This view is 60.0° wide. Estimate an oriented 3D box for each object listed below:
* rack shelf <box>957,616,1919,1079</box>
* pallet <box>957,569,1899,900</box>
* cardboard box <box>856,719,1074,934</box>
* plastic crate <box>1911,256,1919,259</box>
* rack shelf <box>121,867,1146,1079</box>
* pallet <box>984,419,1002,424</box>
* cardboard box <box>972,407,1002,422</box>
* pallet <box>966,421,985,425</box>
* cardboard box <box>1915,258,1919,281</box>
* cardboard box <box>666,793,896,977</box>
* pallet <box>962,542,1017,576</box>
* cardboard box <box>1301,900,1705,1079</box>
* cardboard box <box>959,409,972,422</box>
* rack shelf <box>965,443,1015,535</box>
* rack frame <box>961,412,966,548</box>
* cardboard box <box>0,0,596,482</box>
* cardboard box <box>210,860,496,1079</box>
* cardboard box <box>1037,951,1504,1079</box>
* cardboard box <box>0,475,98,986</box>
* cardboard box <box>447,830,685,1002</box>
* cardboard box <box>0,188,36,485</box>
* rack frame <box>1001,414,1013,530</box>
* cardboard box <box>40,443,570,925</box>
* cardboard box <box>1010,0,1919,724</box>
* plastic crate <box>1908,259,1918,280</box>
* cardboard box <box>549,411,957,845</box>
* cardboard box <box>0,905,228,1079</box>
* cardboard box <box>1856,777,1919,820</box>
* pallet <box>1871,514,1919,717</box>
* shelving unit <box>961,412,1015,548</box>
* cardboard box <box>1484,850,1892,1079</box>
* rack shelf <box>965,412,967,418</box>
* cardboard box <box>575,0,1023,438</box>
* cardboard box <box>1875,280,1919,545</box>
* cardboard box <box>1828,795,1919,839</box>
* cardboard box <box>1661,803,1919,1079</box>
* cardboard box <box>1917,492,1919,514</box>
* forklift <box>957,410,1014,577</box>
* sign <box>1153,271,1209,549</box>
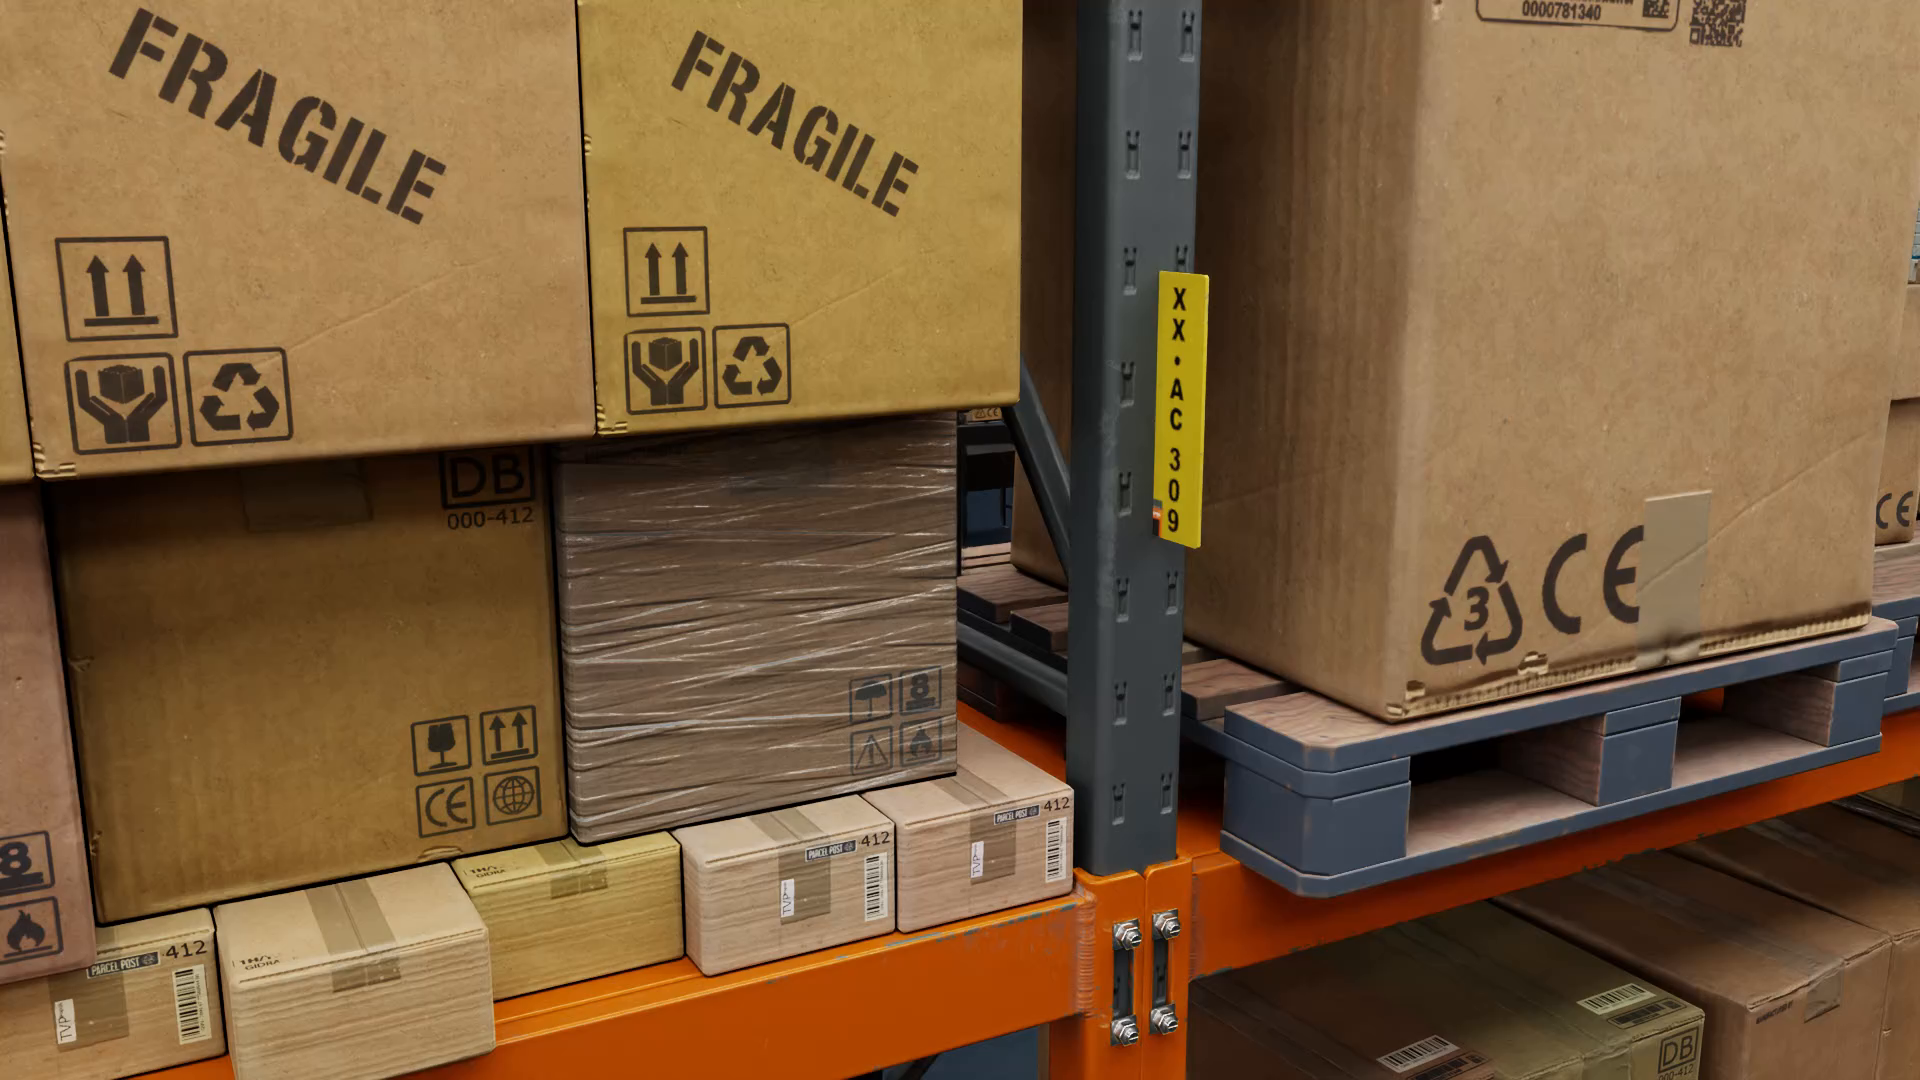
[{"bbox_3d":[1.752,0.302,3.574,4.000,0.370,1.077,-7,14,-28],"label":"rack shelf"},{"bbox_3d":[0.737,0.203,2.814,1.213,0.211,1.003,-7,14,-28],"label":"pallet"},{"bbox_3d":[-0.052,0.363,2.236,0.250,0.149,0.380,-7,14,-28],"label":"cardboard box"},{"bbox_3d":[7.203,-1.971,12.282,0.300,0.233,0.416,-7,14,-28],"label":"plastic crate"},{"bbox_3d":[-1.759,0.723,1.705,4.000,0.370,1.077,-7,14,-28],"label":"rack shelf"},{"bbox_3d":[0.507,-1.007,14.104,1.213,0.211,1.003,-7,14,-28],"label":"pallet"},{"bbox_3d":[0.200,-1.265,13.589,0.500,0.500,0.500,-7,14,-29],"label":"cardboard box"},{"bbox_3d":[-0.563,-0.880,13.538,1.213,0.211,1.003,-7,14,-28],"label":"pallet"},{"bbox_3d":[2.610,-0.371,3.740,0.500,0.500,0.700,-5,13,-20],"label":"cardboard box"},{"bbox_3d":[-0.276,0.388,2.127,0.250,0.149,0.380,-7,14,-28],"label":"cardboard box"},{"bbox_3d":[0.435,0.220,8.649,1.213,0.211,1.003,-7,14,-28],"label":"pallet"},{"bbox_3d":[0.973,1.059,3.262,0.500,0.500,0.700,-7,14,-28],"label":"cardboard box"},{"bbox_3d":[-0.243,-1.213,13.359,0.500,0.500,0.500,-7,15,-30],"label":"cardboard box"},{"bbox_3d":[0.145,-0.346,10.113,0.480,0.518,0.431,-7,14,-28],"label":"rack shelf"},{"bbox_3d":[-0.069,-1.016,9.842,0.015,2.100,0.400,-7,14,-28],"label":"rack frame"},{"bbox_3d":[-0.705,-0.367,1.726,0.500,0.500,0.500,-7,14,-28],"label":"cardboard box"},{"bbox_3d":[-0.690,0.450,1.849,0.250,0.149,0.380,-7,14,-28],"label":"cardboard box"},{"bbox_3d":[0.545,1.106,3.055,0.500,0.500,0.700,-8,15,-32],"label":"cardboard box"},{"bbox_3d":[-1.275,0.121,1.836,0.500,0.500,0.875,-7,14,-28],"label":"cardboard box"},{"bbox_3d":[-0.524,0.402,2.062,0.250,0.149,0.380,-7,14,-28],"label":"cardboard box"},{"bbox_3d":[-1.145,-0.315,1.493,0.500,0.500,0.500,-7,14,-28],"label":"cardboard box"},{"bbox_3d":[0.359,-1.067,10.070,0.015,2.100,0.400,-7,14,-28],"label":"rack frame"},{"bbox_3d":[-0.884,0.049,2.156,0.500,0.500,0.875,-7,14,-28],"label":"cardboard box"},{"bbox_3d":[0.761,-0.393,2.700,1.000,1.000,1.000,-7,14,-27],"label":"cardboard box"},{"bbox_3d":[6.073,-1.731,11.104,0.530,0.282,0.437,-7,14,-28],"label":"plastic crate"},{"bbox_3d":[-0.429,0.003,2.360,0.500,0.500,0.875,-7,14,-28],"label":"cardboard box"},{"bbox_3d":[-0.973,0.451,1.846,0.250,0.149,0.380,-7,14,-28],"label":"cardboard box"},{"bbox_3d":[2.473,0.514,3.979,0.500,0.250,0.500,-5,14,-22],"label":"cardboard box"},{"bbox_3d":[1.789,0.050,3.491,1.213,0.211,1.003,-7,14,-28],"label":"pallet"},{"bbox_3d":[0.145,-1.042,9.956,0.503,2.100,0.431,-7,14,-28],"label":"shelving unit"},{"bbox_3d":[1.464,1.000,3.524,0.500,0.500,0.700,-8,15,-33],"label":"cardboard box"},{"bbox_3d":[0.145,-1.028,9.959,0.480,0.518,0.431,-7,14,-28],"label":"rack shelf"},{"bbox_3d":[-0.267,-0.420,1.961,0.500,0.500,0.500,-7,14,-28],"label":"cardboard box"},{"bbox_3d":[1.473,-0.294,3.393,0.637,0.503,0.797,-5,14,-22],"label":"cardboard box"},{"bbox_3d":[2.448,0.881,4.056,0.500,0.500,0.700,-8,15,-33],"label":"cardboard box"},{"bbox_3d":[1.953,0.941,3.785,0.500,0.500,0.700,-6,14,-23],"label":"cardboard box"},{"bbox_3d":[2.173,-0.171,3.388,0.258,0.266,0.396,-7,15,-29],"label":"cardboard box"},{"bbox_3d":[-0.113,-0.629,6.227,3.031,2.935,1.130,-4,13,-19],"label":"forklift"},{"bbox_3d":[0.263,-0.157,2.004,0.005,0.325,0.100,-7,14,-28],"label":"sign"}]
